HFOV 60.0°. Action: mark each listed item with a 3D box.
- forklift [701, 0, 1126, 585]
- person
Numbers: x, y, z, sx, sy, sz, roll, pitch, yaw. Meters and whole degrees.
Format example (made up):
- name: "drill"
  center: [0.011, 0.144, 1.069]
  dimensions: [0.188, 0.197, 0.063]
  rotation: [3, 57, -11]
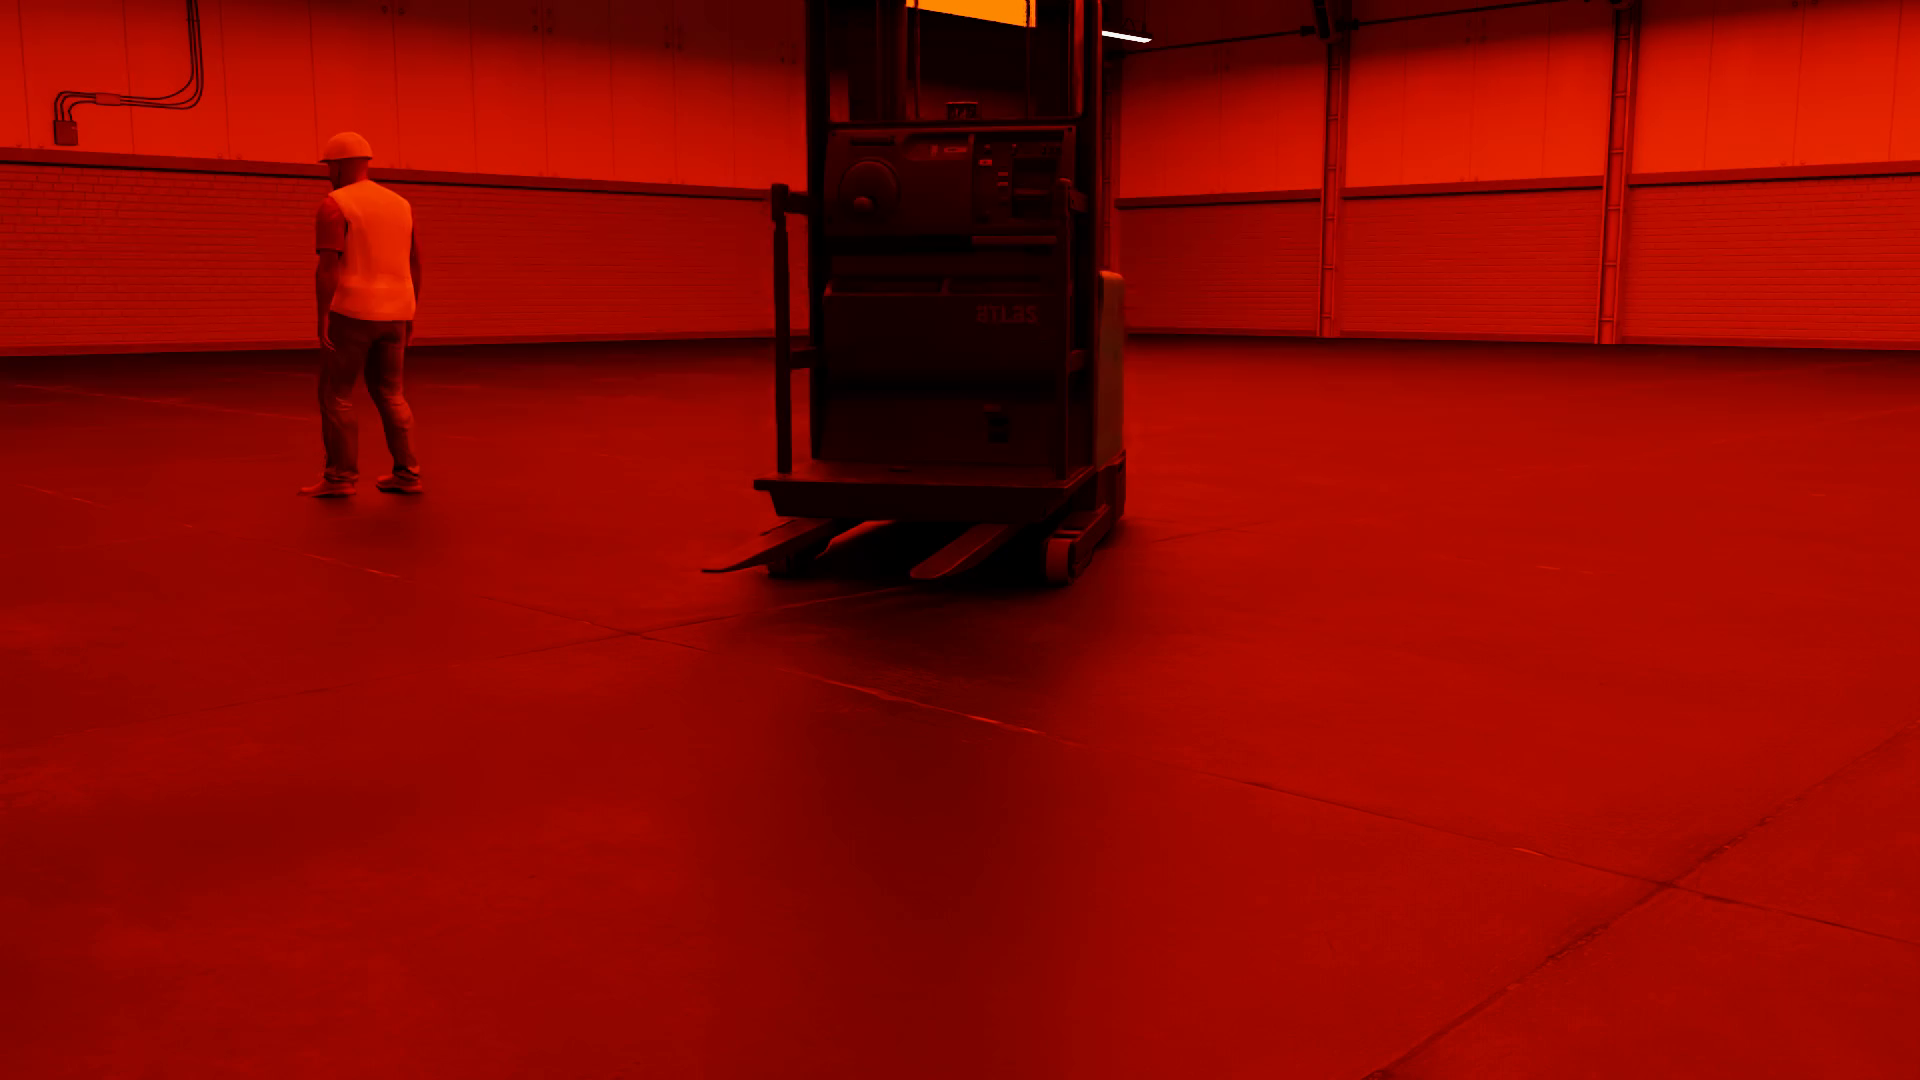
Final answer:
- name: "forklift"
  center: [-0.083, -1.355, 5.870]
  dimensions: [1.130, 2.935, 3.031]
  rotation: [2, 9, 12]
- name: "person"
  center: [-2.937, -1.096, 8.166]
  dimensions: [0.470, 1.772, 0.646]
  rotation: [5, 10, 30]
